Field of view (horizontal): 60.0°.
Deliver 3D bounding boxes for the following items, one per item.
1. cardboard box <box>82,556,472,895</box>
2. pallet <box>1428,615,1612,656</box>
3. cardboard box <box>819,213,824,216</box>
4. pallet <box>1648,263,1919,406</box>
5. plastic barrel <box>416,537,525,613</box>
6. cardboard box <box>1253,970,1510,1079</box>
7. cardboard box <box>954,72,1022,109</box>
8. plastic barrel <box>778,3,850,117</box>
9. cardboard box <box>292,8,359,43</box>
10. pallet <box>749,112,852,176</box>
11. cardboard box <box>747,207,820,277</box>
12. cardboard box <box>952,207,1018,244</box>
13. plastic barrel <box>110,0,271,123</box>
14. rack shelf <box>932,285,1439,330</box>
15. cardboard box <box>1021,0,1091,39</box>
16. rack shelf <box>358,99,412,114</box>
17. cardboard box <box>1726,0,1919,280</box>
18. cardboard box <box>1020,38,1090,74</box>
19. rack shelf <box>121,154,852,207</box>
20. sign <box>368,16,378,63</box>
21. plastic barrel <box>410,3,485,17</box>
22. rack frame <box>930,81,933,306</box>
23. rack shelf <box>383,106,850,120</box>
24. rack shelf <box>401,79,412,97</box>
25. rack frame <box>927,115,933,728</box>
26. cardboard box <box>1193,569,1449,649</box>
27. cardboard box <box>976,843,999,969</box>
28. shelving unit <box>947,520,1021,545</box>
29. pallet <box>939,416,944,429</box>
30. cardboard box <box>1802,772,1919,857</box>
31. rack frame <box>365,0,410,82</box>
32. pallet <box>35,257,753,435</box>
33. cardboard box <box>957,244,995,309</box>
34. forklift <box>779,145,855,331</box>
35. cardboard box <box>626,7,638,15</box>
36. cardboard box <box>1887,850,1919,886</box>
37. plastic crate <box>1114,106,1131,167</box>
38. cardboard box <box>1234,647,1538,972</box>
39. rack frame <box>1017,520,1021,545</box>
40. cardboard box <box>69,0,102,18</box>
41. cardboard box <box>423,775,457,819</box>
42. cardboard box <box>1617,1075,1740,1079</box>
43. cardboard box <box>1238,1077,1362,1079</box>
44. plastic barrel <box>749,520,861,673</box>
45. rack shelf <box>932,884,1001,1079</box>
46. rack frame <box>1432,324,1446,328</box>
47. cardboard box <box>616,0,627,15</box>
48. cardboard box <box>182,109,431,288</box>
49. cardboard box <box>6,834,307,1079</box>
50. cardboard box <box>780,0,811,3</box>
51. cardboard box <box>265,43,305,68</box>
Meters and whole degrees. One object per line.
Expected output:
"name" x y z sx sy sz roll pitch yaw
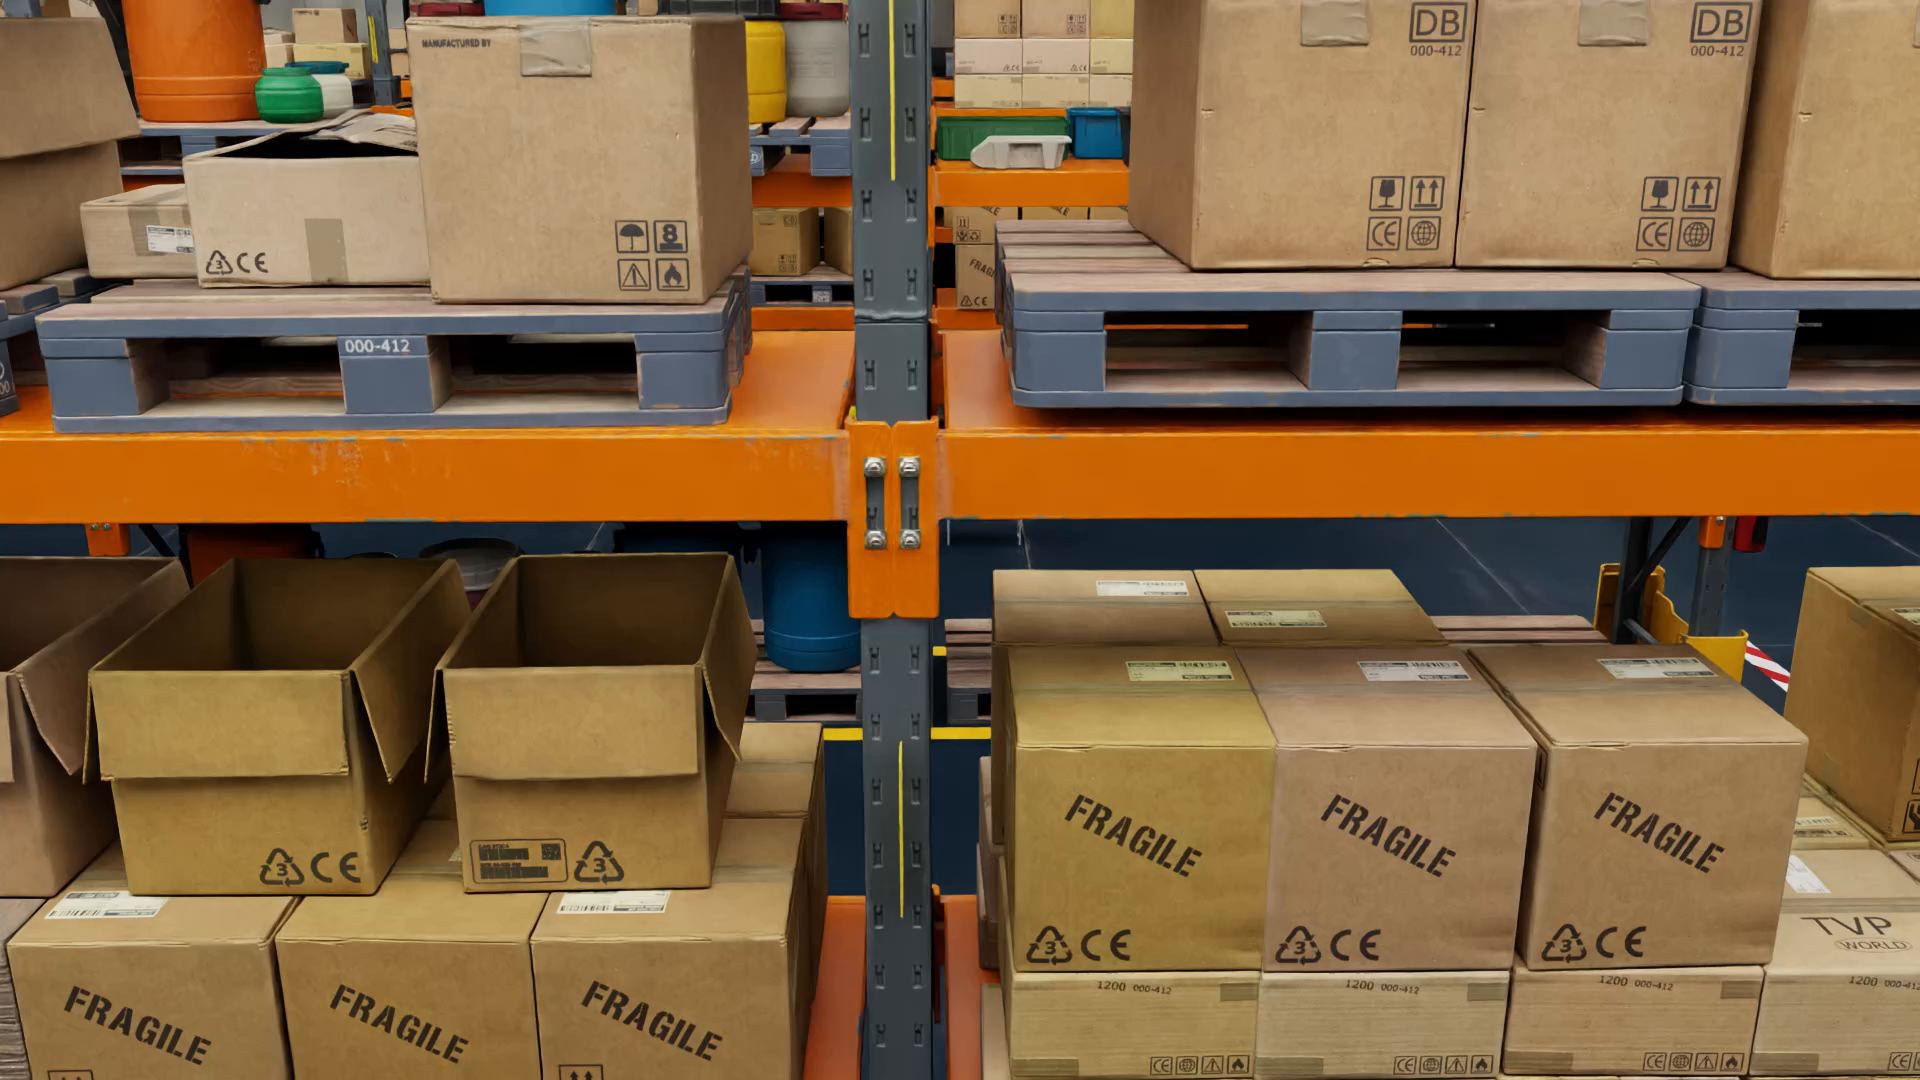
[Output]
"cardboard box" -1.454 0.377 3.654 0.637 0.503 0.797 0 18 0
"pallet" 2.967 0.685 9.066 1.213 0.211 1.003 0 18 -1
"cardboard box" -1.473 -3.428 17.701 0.250 0.149 0.380 0 18 -1
"pallet" 1.906 -0.494 3.413 1.213 0.211 1.003 0 18 -1
"plastic barrel" -2.589 0.339 8.840 0.708 0.588 0.600 0 18 -1
"cardboard box" 0.842 0.904 3.577 0.500 0.250 0.500 0 18 -1
"cardboard box" 0.208 -3.412 12.608 0.500 0.250 0.500 0 18 -1
"plastic barrel" -0.738 -2.382 8.243 0.433 0.535 0.433 0 18 0
"cardboard box" -6.582 -5.263 17.280 0.500 0.500 0.500 -1 18 -3
"pallet" -0.990 -1.920 8.021 1.003 0.211 1.213 0 18 -1
"cardboard box" -1.446 -2.419 13.327 0.500 0.500 0.700 3 18 8
"cardboard box" 0.193 -2.568 12.842 0.500 0.500 0.500 0 18 1
"plastic barrel" -3.640 -2.431 7.913 0.708 0.830 0.600 0 18 -1
"rack shelf" 1.718 -1.795 13.411 4.000 0.370 1.077 0 18 -1
"cardboard box" 0.706 -4.053 12.561 0.500 0.500 0.700 0 18 -1
"rack shelf" -6.281 -3.185 12.833 4.000 0.370 1.077 0 18 -1
"cardboard box" 1.715 -0.809 3.232 0.500 0.500 0.700 1 18 2
"cardboard box" 0.708 -3.653 12.540 0.500 0.250 0.500 0 18 -1
"rack shelf" -2.207 -1.691 8.177 4.000 0.370 1.077 0 18 -1
"sign" -4.281 -3.652 12.133 0.005 0.325 0.100 0 18 -1
"plastic barrel" -2.437 -2.344 8.122 0.433 0.535 0.433 0 18 0
"rack frame" -0.282 -2.128 13.271 0.127 3.000 1.000 0 18 -1
"rack shelf" -2.282 -3.204 12.893 4.000 0.370 1.077 0 18 -1
"rack shelf" -6.363 -4.698 17.549 4.000 0.370 1.077 0 18 -1
"rack frame" -0.208 -0.615 8.555 0.127 3.000 1.000 0 18 -1
"cardboard box" 0.827 0.385 3.967 0.500 0.500 0.500 0 18 0
"cardboard box" 0.170 0.915 4.194 0.250 0.149 0.380 0 18 -1
"shelving unit" 0.166 -0.572 11.367 0.503 1.200 0.258 0 18 -1
"pallet" 0.405 -0.803 13.707 1.213 0.211 1.003 0 18 -1
"cardboard box" 2.364 0.734 4.109 0.500 0.250 0.500 -1 18 -3
"rack frame" -4.282 -4.966 12.295 0.127 3.000 1.000 0 18 -1
"pallet" -1.045 -0.420 3.350 1.217 0.209 0.805 -1 18 -3
"cardboard box" 0.232 -2.095 13.004 0.500 0.500 0.500 0 18 1
"forklift" -1.258 -3.044 16.239 1.130 2.935 3.031 -4 18 -12
"cardboard box" -3.351 -5.346 17.507 0.500 0.500 0.700 -1 18 -4
"cardboard box" 2.374 0.896 3.602 0.500 0.250 0.500 -1 18 -3
"plastic crate" 1.039 -1.904 7.875 0.590 0.269 0.497 0 18 -1
"cardboard box" 0.846 0.546 3.466 0.500 0.500 0.500 0 18 -1
"rack frame" 0.409 -0.573 11.370 0.015 1.200 0.240 0 18 -1
"cardboard box" -8.860 -5.479 16.972 0.500 0.500 0.500 -2 18 -6
"cardboard box" -1.096 0.778 4.047 0.500 0.500 0.500 0 18 -1
"cardboard box" 1.468 1.111 3.586 0.250 0.149 0.380 0 18 0
"cardboard box" 0.698 1.114 3.574 0.250 0.149 0.380 0 18 1
"plastic barrel" -0.752 0.181 8.820 0.708 0.901 0.600 0 18 -1
"rack shelf" 1.870 1.230 3.979 4.000 0.370 1.077 0 18 -1
"rack frame" 3.717 -2.148 13.331 0.127 3.000 1.000 0 18 -1
"cardboard box" -2.825 -4.066 12.601 0.500 0.500 0.500 0 18 -1
"cardboard box" -1.228 -0.711 3.400 0.500 0.311 0.500 -1 18 -3
"cardboard box" -1.610 0.940 3.542 0.500 0.500 0.500 0 18 -2
"cardboard box" -1.455 -3.862 12.749 0.600 0.600 0.600 0 18 -1
"cardboard box" -5.258 -3.638 12.626 0.500 0.250 0.500 0 18 1
